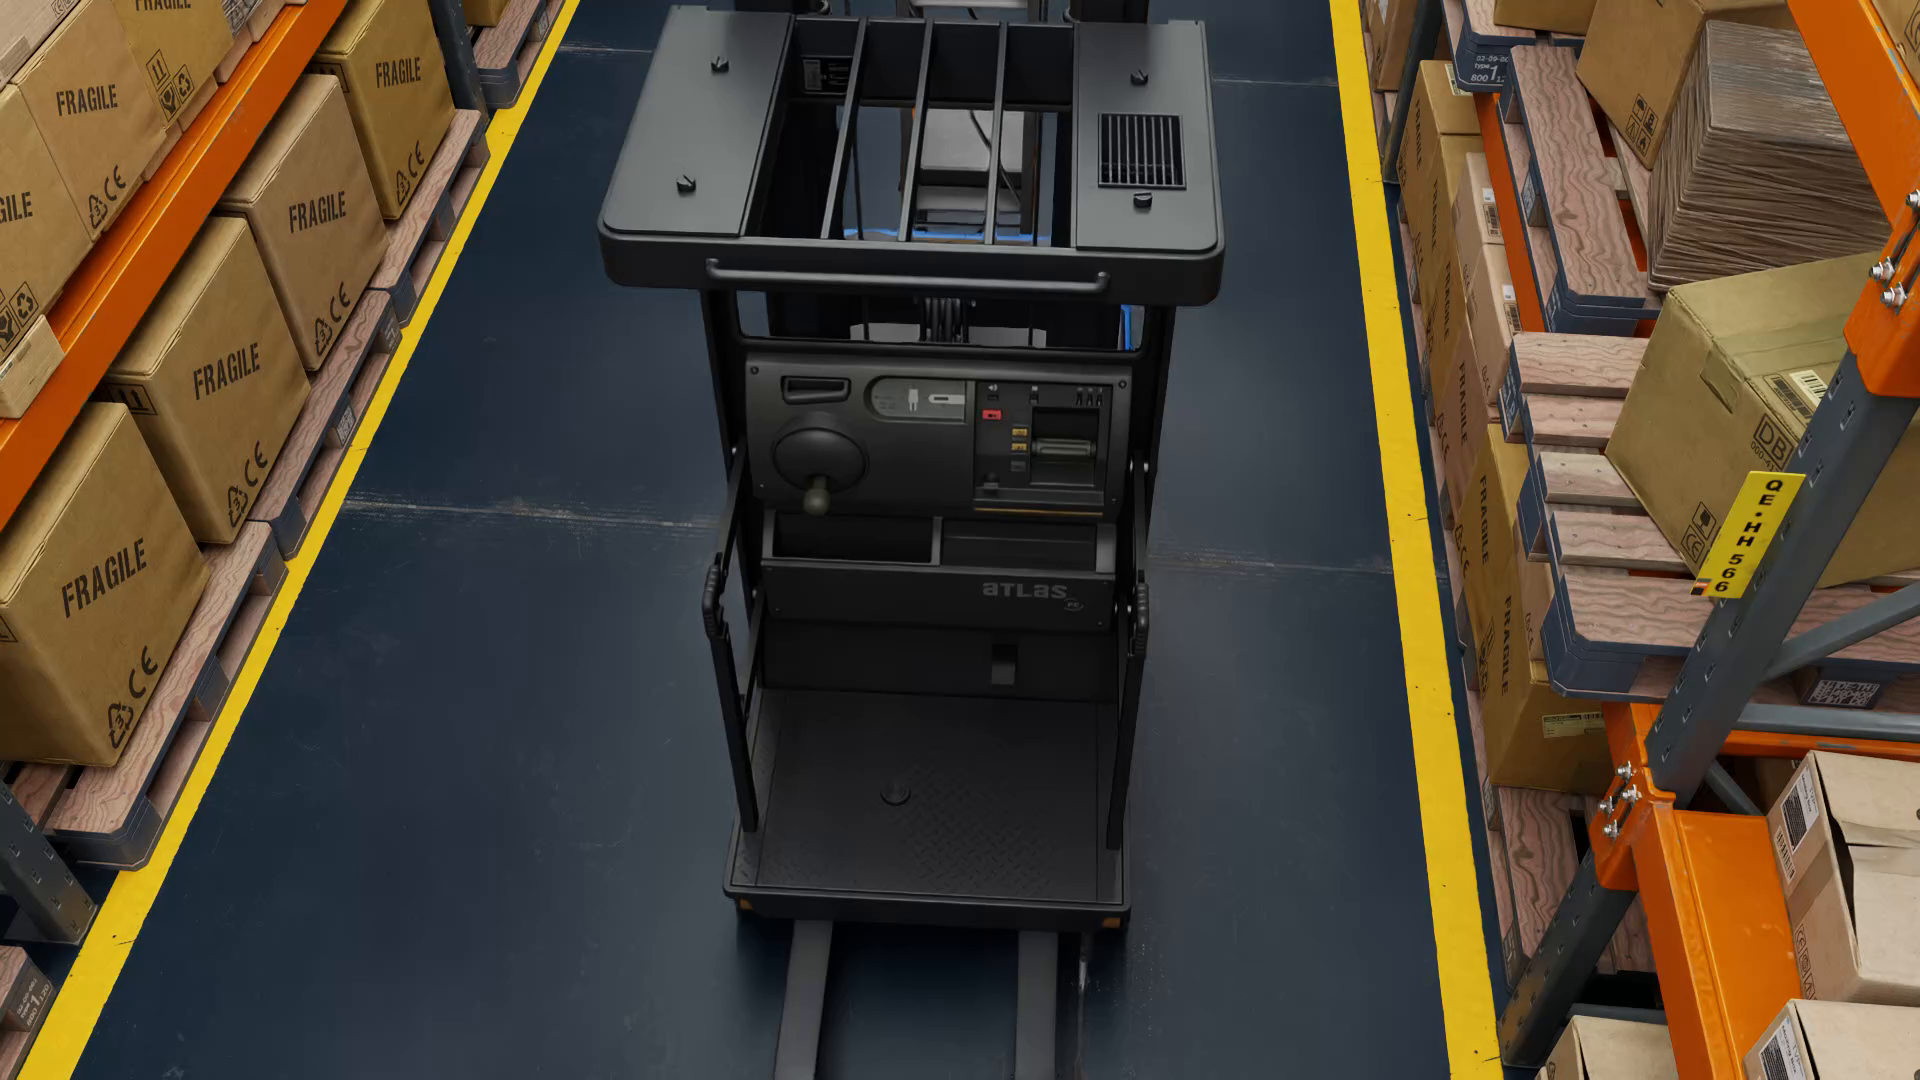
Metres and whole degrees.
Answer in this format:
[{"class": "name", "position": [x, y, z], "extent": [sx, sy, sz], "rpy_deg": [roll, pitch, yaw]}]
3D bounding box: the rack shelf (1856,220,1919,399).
[{"class": "rack shelf", "position": [1.774, 1.089, 1.176], "extent": [1.077, 0.370, 4.000], "rpy_deg": [4, 48, 4]}]

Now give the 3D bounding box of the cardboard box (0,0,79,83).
[{"class": "cardboard box", "position": [-2.589, -1.415, 4.220], "extent": [0.500, 0.250, 0.500], "rpy_deg": [4, 48, 4]}]

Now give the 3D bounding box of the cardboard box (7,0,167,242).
[{"class": "cardboard box", "position": [-2.574, -1.171, 4.505], "extent": [0.500, 0.500, 0.500], "rpy_deg": [4, 48, 3]}]

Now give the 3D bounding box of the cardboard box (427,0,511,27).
[{"class": "cardboard box", "position": [-2.442, -2.722, 7.616], "extent": [0.700, 0.500, 0.500], "rpy_deg": [4, 48, 4]}]

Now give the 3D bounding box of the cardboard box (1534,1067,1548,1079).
[{"class": "cardboard box", "position": [1.617, 1.540, 3.887], "extent": [0.500, 0.250, 0.500], "rpy_deg": [4, 48, 3]}]

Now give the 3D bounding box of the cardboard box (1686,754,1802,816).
[{"class": "cardboard box", "position": [2.283, 0.769, 4.410], "extent": [0.500, 0.500, 0.500], "rpy_deg": [6, 48, 5]}]

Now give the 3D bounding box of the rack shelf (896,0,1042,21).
[{"class": "rack shelf", "position": [0.037, -1.633, 4.891], "extent": [0.431, 0.518, 0.480], "rpy_deg": [2, 48, 2]}]

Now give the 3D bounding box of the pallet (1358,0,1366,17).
[{"class": "pallet", "position": [2.493, -3.013, 8.363], "extent": [1.003, 0.211, 1.213], "rpy_deg": [4, 48, 4]}]

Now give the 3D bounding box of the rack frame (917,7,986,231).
[{"class": "rack frame", "position": [0.051, -1.350, 5.562], "extent": [0.400, 2.100, 0.015], "rpy_deg": [2, 48, 2]}]

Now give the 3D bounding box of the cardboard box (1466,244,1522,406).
[{"class": "cardboard box", "position": [1.898, -0.666, 5.214], "extent": [0.500, 0.250, 0.500], "rpy_deg": [3, 48, 3]}]

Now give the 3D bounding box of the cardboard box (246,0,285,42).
[{"class": "cardboard box", "position": [-2.483, -1.788, 5.509], "extent": [0.380, 0.149, 0.250], "rpy_deg": [4, 48, 4]}]

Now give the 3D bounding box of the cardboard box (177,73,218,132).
[{"class": "cardboard box", "position": [-2.556, -1.410, 5.164], "extent": [0.380, 0.149, 0.250], "rpy_deg": [5, 48, 5]}]

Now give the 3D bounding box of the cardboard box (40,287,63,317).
[{"class": "cardboard box", "position": [-2.676, -0.657, 4.475], "extent": [0.380, 0.149, 0.250], "rpy_deg": [3, 48, 3]}]

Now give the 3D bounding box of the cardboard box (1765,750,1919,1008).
[{"class": "cardboard box", "position": [1.880, 0.683, 3.153], "extent": [0.500, 0.311, 0.500], "rpy_deg": [7, 48, 6]}]

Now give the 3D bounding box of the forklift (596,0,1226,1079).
[{"class": "forklift", "position": [-0.064, -0.144, 3.895], "extent": [1.130, 2.935, 3.031], "rpy_deg": [2, 48, 2]}]

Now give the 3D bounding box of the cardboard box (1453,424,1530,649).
[{"class": "cardboard box", "position": [1.856, 0.001, 5.112], "extent": [0.500, 0.500, 0.500], "rpy_deg": [2, 48, 2]}]

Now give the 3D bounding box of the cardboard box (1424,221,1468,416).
[{"class": "cardboard box", "position": [1.944, -0.757, 5.805], "extent": [0.500, 0.500, 0.500], "rpy_deg": [4, 48, 4]}]

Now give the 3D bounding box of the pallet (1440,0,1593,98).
[{"class": "pallet", "position": [2.140, -1.906, 5.590], "extent": [1.003, 0.211, 1.213], "rpy_deg": [4, 48, 4]}]

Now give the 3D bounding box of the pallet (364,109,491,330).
[{"class": "pallet", "position": [-2.607, -1.368, 6.858], "extent": [1.003, 0.211, 1.213], "rpy_deg": [4, 48, 4]}]

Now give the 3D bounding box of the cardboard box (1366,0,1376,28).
[{"class": "cardboard box", "position": [2.065, -2.454, 7.596], "extent": [0.380, 0.149, 0.250], "rpy_deg": [4, 48, 4]}]

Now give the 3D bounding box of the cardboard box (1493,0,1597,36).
[{"class": "cardboard box", "position": [2.056, -1.883, 5.087], "extent": [0.700, 0.500, 0.500], "rpy_deg": [11, 48, 10]}]

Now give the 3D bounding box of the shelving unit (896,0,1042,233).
[{"class": "shelving unit", "position": [0.037, -1.170, 5.397], "extent": [0.431, 2.100, 0.503], "rpy_deg": [2, 48, 2]}]

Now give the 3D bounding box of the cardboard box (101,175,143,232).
[{"class": "cardboard box", "position": [-2.627, -1.037, 4.823], "extent": [0.380, 0.149, 0.250], "rpy_deg": [5, 48, 4]}]

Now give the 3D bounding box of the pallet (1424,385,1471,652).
[{"class": "pallet", "position": [2.176, -0.110, 5.708], "extent": [1.003, 0.211, 1.213], "rpy_deg": [4, 48, 4]}]

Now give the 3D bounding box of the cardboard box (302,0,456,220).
[{"class": "cardboard box", "position": [-2.542, -1.811, 6.546], "extent": [0.750, 0.750, 0.750], "rpy_deg": [4, 48, 4]}]

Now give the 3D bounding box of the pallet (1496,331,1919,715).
[{"class": "pallet", "position": [1.949, -0.049, 3.892], "extent": [1.213, 0.211, 1.003], "rpy_deg": [4, 48, 4]}]

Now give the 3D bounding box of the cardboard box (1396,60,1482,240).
[{"class": "cardboard box", "position": [2.035, -1.516, 6.500], "extent": [0.500, 0.500, 0.500], "rpy_deg": [2, 48, 2]}]

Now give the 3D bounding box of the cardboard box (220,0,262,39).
[{"class": "cardboard box", "position": [-2.494, -1.922, 5.192], "extent": [0.500, 0.500, 0.500], "rpy_deg": [4, 48, 4]}]

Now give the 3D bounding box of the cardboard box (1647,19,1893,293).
[{"class": "cardboard box", "position": [2.175, -0.916, 4.203], "extent": [0.700, 0.500, 0.500], "rpy_deg": [12, 49, 11]}]

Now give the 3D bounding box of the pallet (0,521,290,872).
[{"class": "pallet", "position": [-2.830, 0.425, 5.218], "extent": [1.003, 0.211, 1.213], "rpy_deg": [4, 48, 4]}]

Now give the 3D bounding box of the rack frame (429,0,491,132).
[{"class": "rack frame", "position": [-2.612, -2.881, 6.352], "extent": [1.000, 3.000, 0.127], "rpy_deg": [4, 48, 4]}]

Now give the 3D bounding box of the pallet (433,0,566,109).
[{"class": "pallet", "position": [-2.465, -2.493, 7.887], "extent": [1.003, 0.211, 1.213], "rpy_deg": [4, 48, 4]}]

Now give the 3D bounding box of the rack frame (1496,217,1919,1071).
[{"class": "rack frame", "position": [1.957, 0.389, 3.362], "extent": [1.000, 3.000, 0.127], "rpy_deg": [4, 48, 4]}]

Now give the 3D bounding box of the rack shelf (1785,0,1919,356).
[{"class": "rack shelf", "position": [2.139, -1.850, 3.864], "extent": [1.077, 0.370, 4.000], "rpy_deg": [4, 48, 4]}]

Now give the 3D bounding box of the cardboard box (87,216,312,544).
[{"class": "cardboard box", "position": [-2.693, -0.533, 5.377], "extent": [0.750, 0.750, 0.750], "rpy_deg": [4, 48, 3]}]
